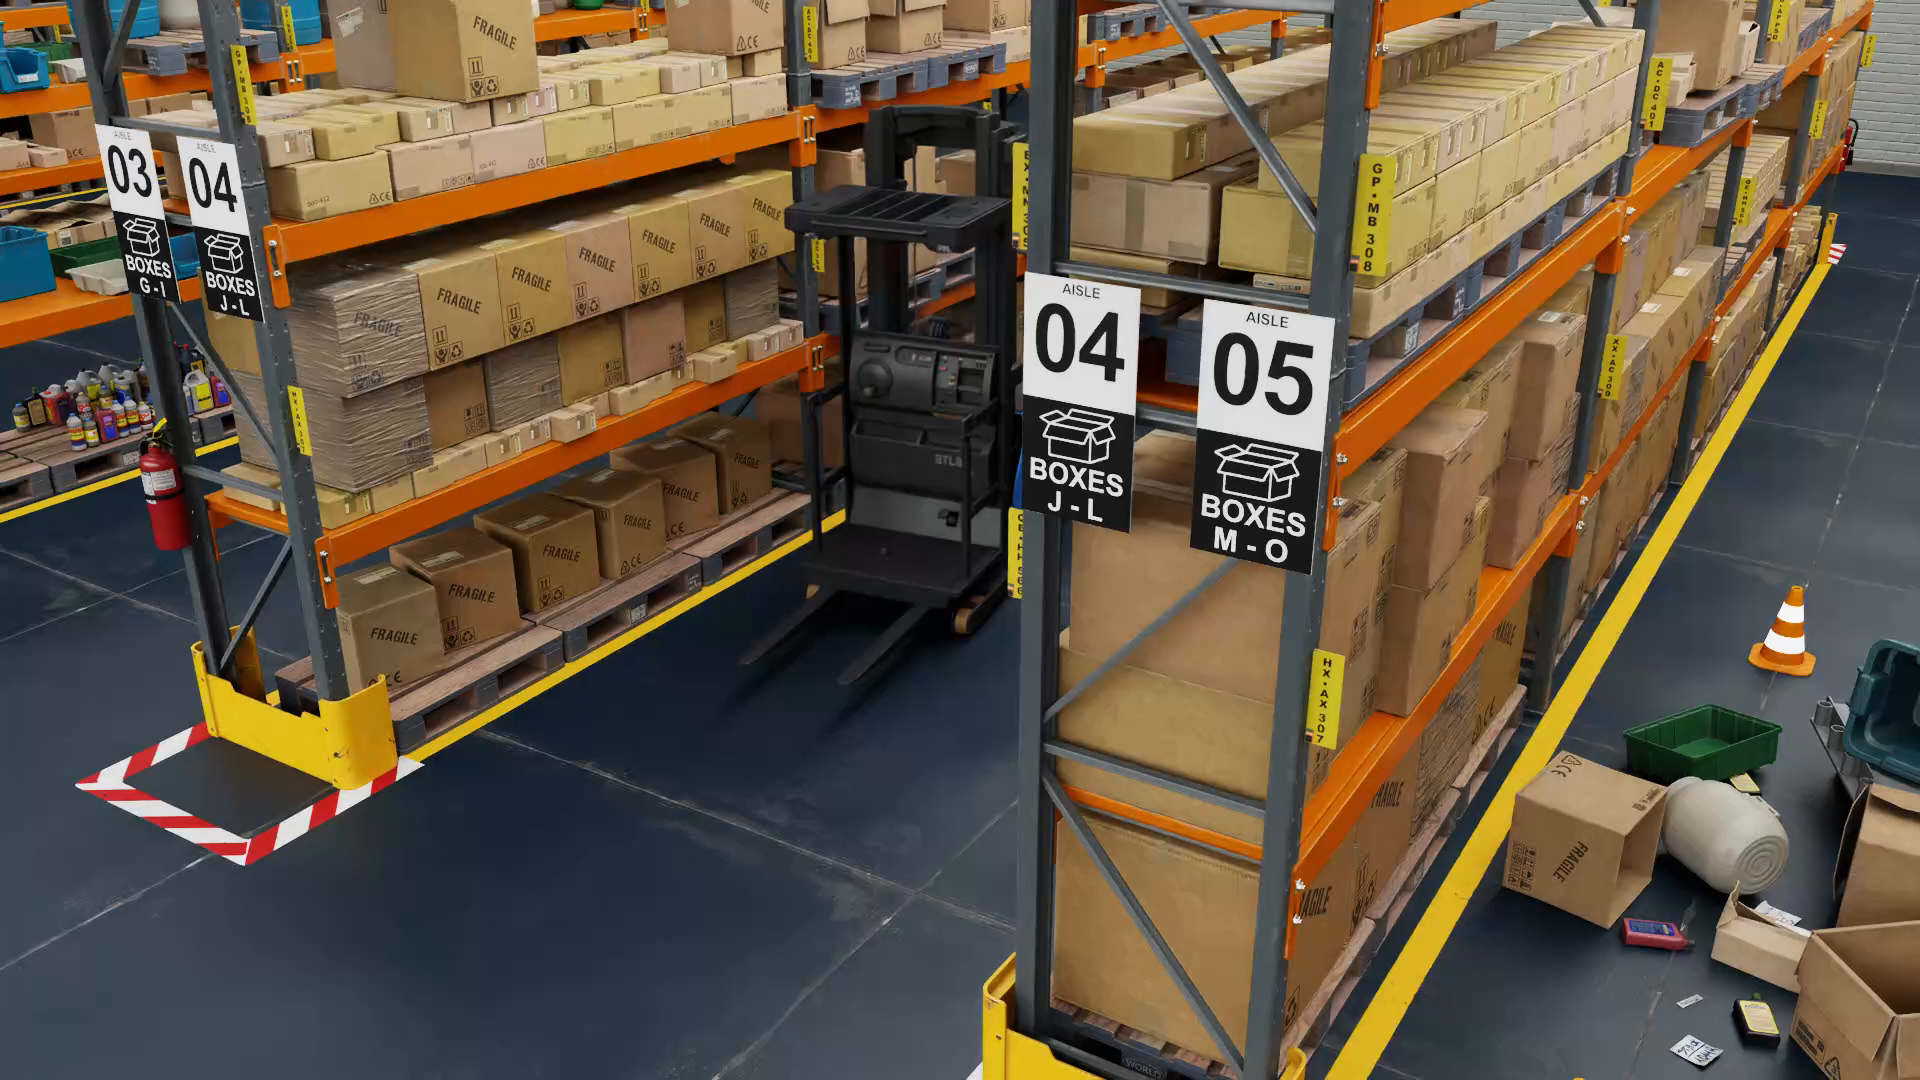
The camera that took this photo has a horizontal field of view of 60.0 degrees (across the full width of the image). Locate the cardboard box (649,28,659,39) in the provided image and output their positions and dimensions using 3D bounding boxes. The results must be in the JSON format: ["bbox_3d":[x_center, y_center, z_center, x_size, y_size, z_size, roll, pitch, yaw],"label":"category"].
[{"bbox_3d":[-4.551,-6.894,23.275,0.500,0.500,0.500,14,27,29],"label":"cardboard box"}]

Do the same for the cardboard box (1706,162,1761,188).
[{"bbox_3d":[6.115,-2.884,13.175,0.380,0.149,0.250,13,27,28],"label":"cardboard box"}]

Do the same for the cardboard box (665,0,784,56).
[{"bbox_3d":[-1.411,-3.198,9.955,0.500,0.500,0.500,13,27,27],"label":"cardboard box"}]

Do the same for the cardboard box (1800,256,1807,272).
[{"bbox_3d":[8.537,-2.890,17.209,0.380,0.149,0.250,13,26,27],"label":"cardboard box"}]

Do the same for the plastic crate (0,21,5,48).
[{"bbox_3d":[-6.958,-3.378,11.523,0.392,0.384,0.575,14,27,29],"label":"plastic crate"}]

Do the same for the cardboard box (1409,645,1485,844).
[{"bbox_3d":[1.907,0.744,7.902,0.875,0.875,0.875,14,27,29],"label":"cardboard box"}]

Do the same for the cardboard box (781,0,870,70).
[{"bbox_3d":[-1.058,-3.369,10.822,0.797,0.503,0.637,12,26,26],"label":"cardboard box"}]

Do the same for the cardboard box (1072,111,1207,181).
[{"bbox_3d":[0.550,-1.242,5.225,0.380,0.149,0.250,14,27,29],"label":"cardboard box"}]

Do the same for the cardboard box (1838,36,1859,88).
[{"bbox_3d":[8.803,-4.855,16.930,0.500,0.500,0.500,13,27,27],"label":"cardboard box"}]

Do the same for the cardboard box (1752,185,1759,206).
[{"bbox_3d":[6.123,-2.753,13.247,0.380,0.149,0.250,15,28,31],"label":"cardboard box"}]

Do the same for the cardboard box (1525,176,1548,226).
[{"bbox_3d":[2.045,-1.336,6.446,0.380,0.149,0.250,14,27,29],"label":"cardboard box"}]

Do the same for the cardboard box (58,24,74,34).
[{"bbox_3d":[-11.431,-6.723,21.535,0.500,0.250,0.500,15,27,30],"label":"cardboard box"}]

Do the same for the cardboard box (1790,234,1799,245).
[{"bbox_3d":[8.194,-2.993,16.700,0.380,0.149,0.250,14,27,29],"label":"cardboard box"}]

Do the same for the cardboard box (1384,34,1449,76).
[{"bbox_3d":[1.888,-2.098,7.202,0.380,0.149,0.250,13,27,28],"label":"cardboard box"}]

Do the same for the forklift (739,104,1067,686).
[{"bbox_3d":[-0.314,-0.969,9.799,1.130,2.935,3.031,10,25,21],"label":"forklift"}]

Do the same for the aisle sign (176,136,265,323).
[{"bbox_3d":[-3.278,-1.374,7.375,0.394,0.787,0.004,14,27,29],"label":"aisle sign"}]

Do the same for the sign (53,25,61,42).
[{"bbox_3d":[-11.439,-6.463,21.046,0.100,0.325,0.005,14,27,29],"label":"sign"}]

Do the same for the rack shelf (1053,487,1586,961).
[{"bbox_3d":[1.715,0.464,7.308,1.077,0.370,4.000,14,27,29],"label":"rack shelf"}]

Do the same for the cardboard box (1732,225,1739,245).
[{"bbox_3d":[5.712,-2.350,12.691,0.380,0.149,0.250,15,28,31],"label":"cardboard box"}]

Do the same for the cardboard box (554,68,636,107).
[{"bbox_3d":[-2.007,-2.489,9.135,0.380,0.149,0.250,15,28,31],"label":"cardboard box"}]

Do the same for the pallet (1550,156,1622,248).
[{"bbox_3d":[2.330,-1.603,7.513,1.003,0.211,1.213,14,27,29],"label":"pallet"}]

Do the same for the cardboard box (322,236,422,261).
[{"bbox_3d":[-3.161,-1.313,8.749,0.500,0.500,0.500,14,27,29],"label":"cardboard box"}]

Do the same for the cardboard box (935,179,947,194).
[{"bbox_3d":[-0.554,-2.459,12.496,0.797,0.503,0.637,17,29,34],"label":"cardboard box"}]

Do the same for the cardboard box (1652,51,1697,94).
[{"bbox_3d":[3.937,-2.682,9.408,0.396,0.266,0.258,14,27,29],"label":"cardboard box"}]

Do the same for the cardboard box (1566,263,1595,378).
[{"bbox_3d":[3.027,-1.215,8.895,0.700,0.500,0.500,13,27,28],"label":"cardboard box"}]

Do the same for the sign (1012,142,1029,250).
[{"bbox_3d":[0.207,-1.056,5.123,0.100,0.325,0.005,14,27,29],"label":"sign"}]

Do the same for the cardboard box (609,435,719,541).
[{"bbox_3d":[-1.931,-0.339,10.874,0.500,0.500,0.500,-18,29,-36],"label":"cardboard box"}]

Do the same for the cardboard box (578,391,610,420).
[{"bbox_3d":[-2.255,-0.794,9.624,0.380,0.149,0.250,14,27,29],"label":"cardboard box"}]

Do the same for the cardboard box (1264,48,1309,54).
[{"bbox_3d":[3.566,-4.999,17.892,0.500,0.500,0.500,14,27,29],"label":"cardboard box"}]

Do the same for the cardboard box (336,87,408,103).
[{"bbox_3d":[-2.982,-2.240,8.560,0.380,0.149,0.250,14,27,30],"label":"cardboard box"}]

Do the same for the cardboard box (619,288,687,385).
[{"bbox_3d":[-2.152,-1.307,9.993,0.875,0.500,0.500,14,27,29],"label":"cardboard box"}]

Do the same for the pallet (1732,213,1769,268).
[{"bbox_3d":[5.890,-2.480,13.444,1.003,0.211,1.213,14,27,29],"label":"pallet"}]

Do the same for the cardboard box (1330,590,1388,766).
[{"bbox_3d":[1.089,0.415,6.326,0.875,0.550,0.550,14,27,29],"label":"cardboard box"}]

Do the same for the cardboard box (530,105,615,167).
[{"bbox_3d":[-2.225,-2.199,8.967,0.500,0.250,0.500,15,27,30],"label":"cardboard box"}]

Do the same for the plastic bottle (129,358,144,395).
[{"bbox_3d":[-6.599,-1.312,13.369,0.061,0.283,0.133,15,28,31],"label":"plastic bottle"}]

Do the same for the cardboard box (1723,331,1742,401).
[{"bbox_3d":[5.999,-1.467,13.480,0.500,0.500,0.500,13,27,28],"label":"cardboard box"}]

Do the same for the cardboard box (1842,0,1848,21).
[{"bbox_3d":[7.715,-4.821,15.023,0.500,0.250,0.500,13,27,28],"label":"cardboard box"}]

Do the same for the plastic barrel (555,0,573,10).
[{"bbox_3d":[-3.912,-5.390,16.008,0.421,0.512,0.421,0,23,0],"label":"plastic barrel"}]

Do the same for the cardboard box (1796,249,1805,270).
[{"bbox_3d":[8.257,-2.839,16.719,0.380,0.149,0.250,14,27,29],"label":"cardboard box"}]

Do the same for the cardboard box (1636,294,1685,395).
[{"bbox_3d":[4.076,-1.218,10.162,0.500,0.500,0.500,14,27,30],"label":"cardboard box"}]

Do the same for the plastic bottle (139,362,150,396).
[{"bbox_3d":[-6.522,-1.296,13.348,0.097,0.271,0.097,0,23,0],"label":"plastic bottle"}]

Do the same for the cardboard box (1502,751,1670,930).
[{"bbox_3d":[2.823,1.344,7.513,0.500,0.500,0.500,20,30,38],"label":"cardboard box"}]

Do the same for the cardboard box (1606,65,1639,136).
[{"bbox_3d":[2.729,-2.004,7.487,0.500,0.250,0.500,14,27,28],"label":"cardboard box"}]

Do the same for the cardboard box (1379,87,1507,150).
[{"bbox_3d":[1.644,-1.446,5.696,0.380,0.149,0.250,13,27,28],"label":"cardboard box"}]

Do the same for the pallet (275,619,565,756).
[{"bbox_3d":[-3.002,0.723,9.315,1.003,0.211,1.213,14,27,29],"label":"pallet"}]

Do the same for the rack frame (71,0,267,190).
[{"bbox_3d":[-3.500,-3.018,6.893,1.000,3.000,0.127,14,27,29],"label":"rack frame"}]

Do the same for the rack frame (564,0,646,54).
[{"bbox_3d":[-3.488,-4.002,16.720,1.000,3.000,0.127,14,27,29],"label":"rack frame"}]

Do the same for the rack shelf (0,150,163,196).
[{"bbox_3d":[-8.749,-4.037,17.704,1.077,0.370,4.000,14,27,29],"label":"rack shelf"}]

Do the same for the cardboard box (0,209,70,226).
[{"bbox_3d":[-9.565,-3.254,17.217,0.500,0.311,0.500,15,27,30],"label":"cardboard box"}]

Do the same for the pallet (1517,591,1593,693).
[{"bbox_3d":[3.113,0.462,9.916,1.003,0.211,1.213,14,27,29],"label":"pallet"}]

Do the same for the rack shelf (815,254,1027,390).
[{"bbox_3d":[-0.335,-1.959,12.906,1.077,0.370,4.000,14,27,29],"label":"rack shelf"}]

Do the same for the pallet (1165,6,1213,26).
[{"bbox_3d":[1.602,-4.861,15.165,1.003,0.211,1.213,15,28,31],"label":"pallet"}]

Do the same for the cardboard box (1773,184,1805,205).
[{"bbox_3d":[7.418,-3.153,15.073,0.380,0.149,0.250,15,28,31],"label":"cardboard box"}]

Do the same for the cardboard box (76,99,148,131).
[{"bbox_3d":[-8.843,-4.340,17.374,0.500,0.500,0.500,14,27,29],"label":"cardboard box"}]

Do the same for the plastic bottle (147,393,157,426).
[{"bbox_3d":[-6.147,-1.017,12.703,0.097,0.271,0.097,0,23,0],"label":"plastic bottle"}]
